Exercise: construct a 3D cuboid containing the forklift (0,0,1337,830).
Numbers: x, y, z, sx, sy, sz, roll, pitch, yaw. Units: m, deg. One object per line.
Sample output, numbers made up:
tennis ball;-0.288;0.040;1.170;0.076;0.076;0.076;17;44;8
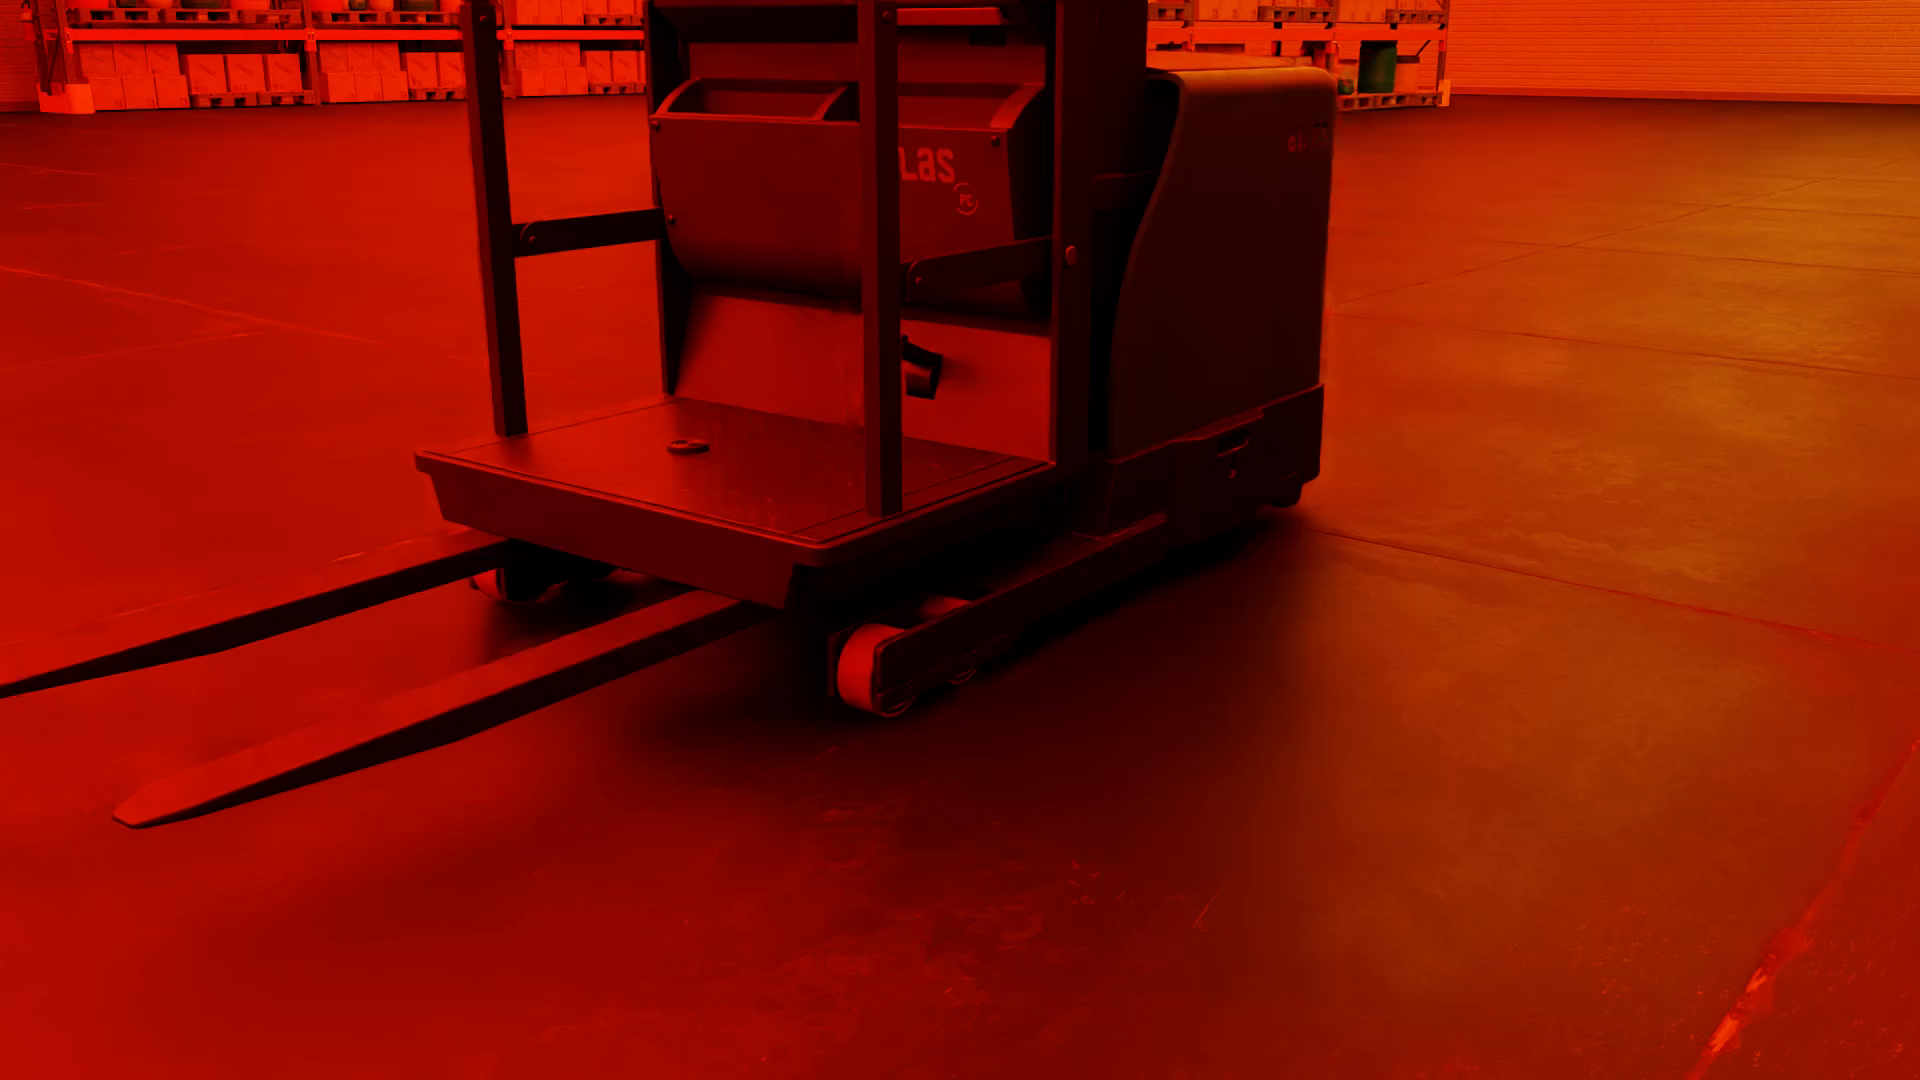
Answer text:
forklift;-0.368;-1.251;3.016;1.130;2.935;3.031;12;21;35
